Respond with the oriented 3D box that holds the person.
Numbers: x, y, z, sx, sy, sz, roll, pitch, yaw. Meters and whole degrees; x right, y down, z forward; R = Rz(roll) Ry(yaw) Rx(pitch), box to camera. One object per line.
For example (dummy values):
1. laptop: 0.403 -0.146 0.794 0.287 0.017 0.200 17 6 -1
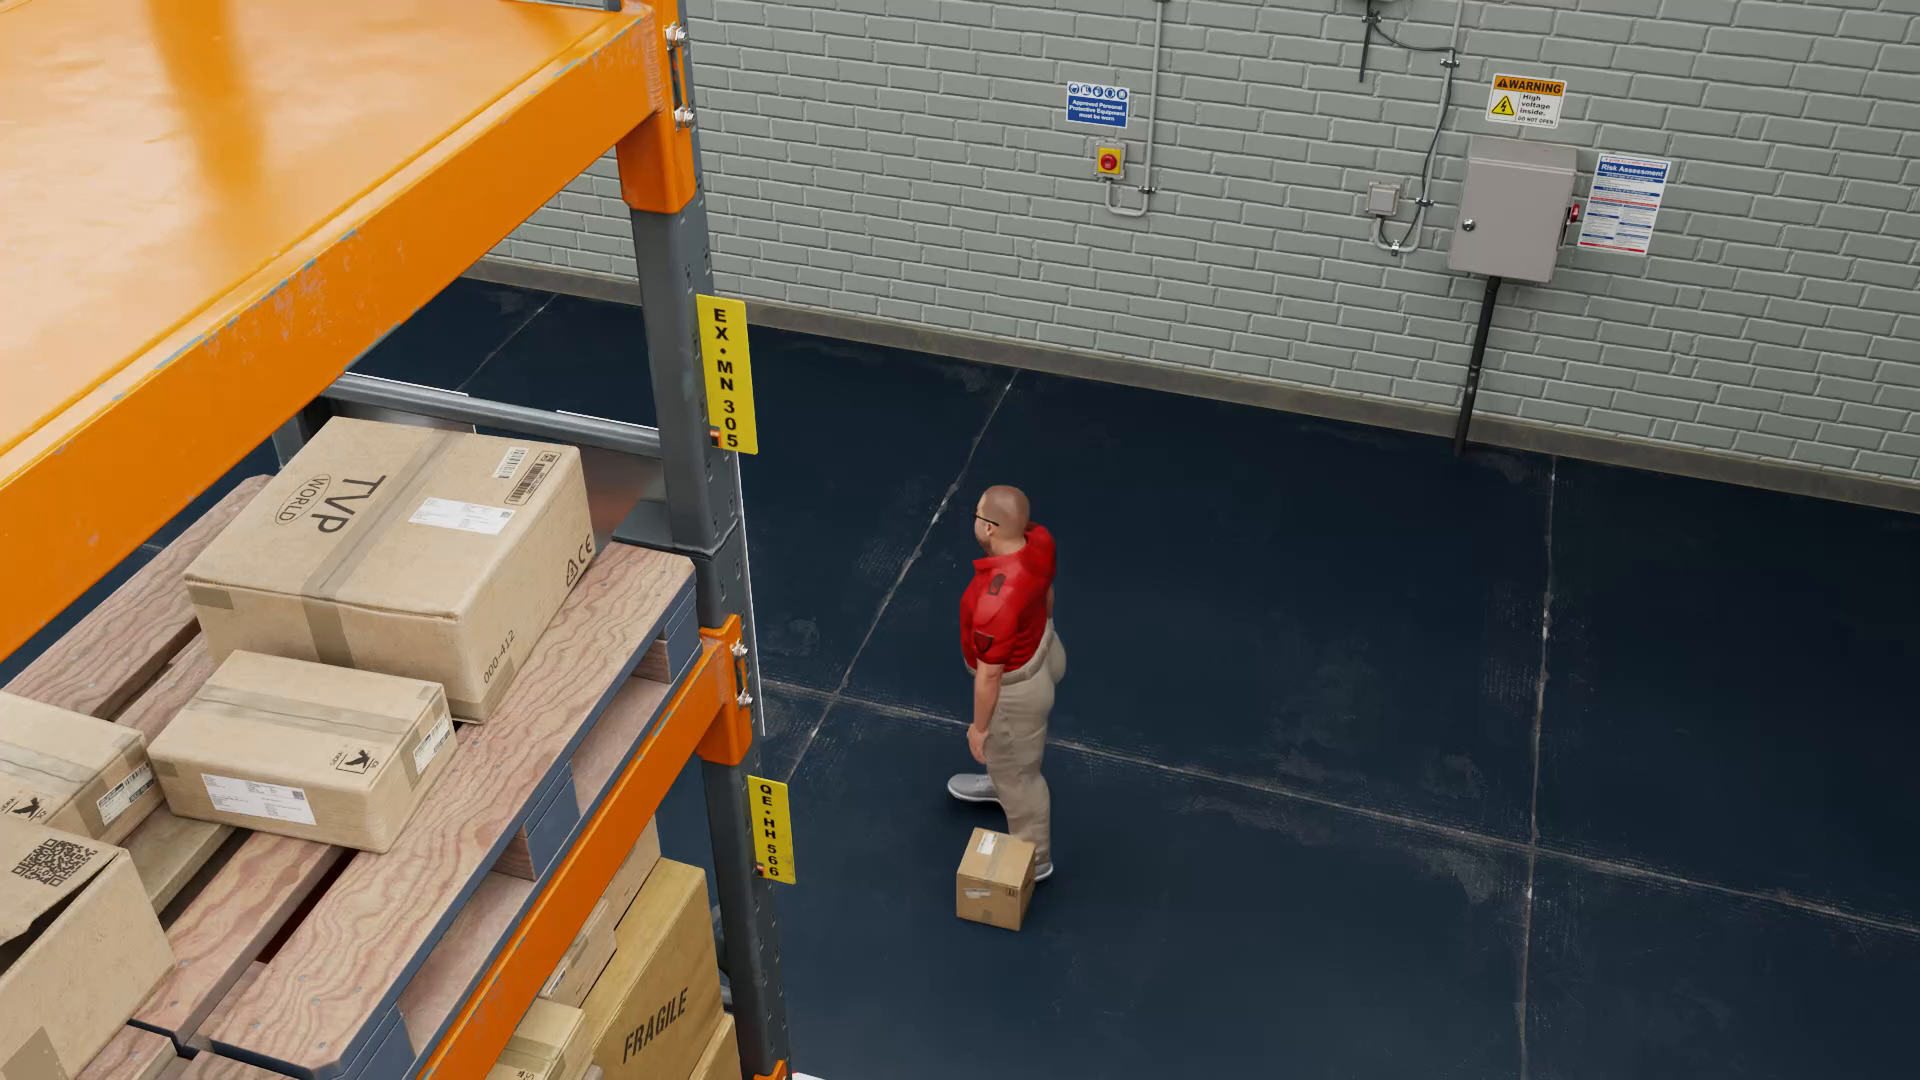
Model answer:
1. person: 0.159 0.491 6.210 0.536 1.728 0.716 11 38 14
